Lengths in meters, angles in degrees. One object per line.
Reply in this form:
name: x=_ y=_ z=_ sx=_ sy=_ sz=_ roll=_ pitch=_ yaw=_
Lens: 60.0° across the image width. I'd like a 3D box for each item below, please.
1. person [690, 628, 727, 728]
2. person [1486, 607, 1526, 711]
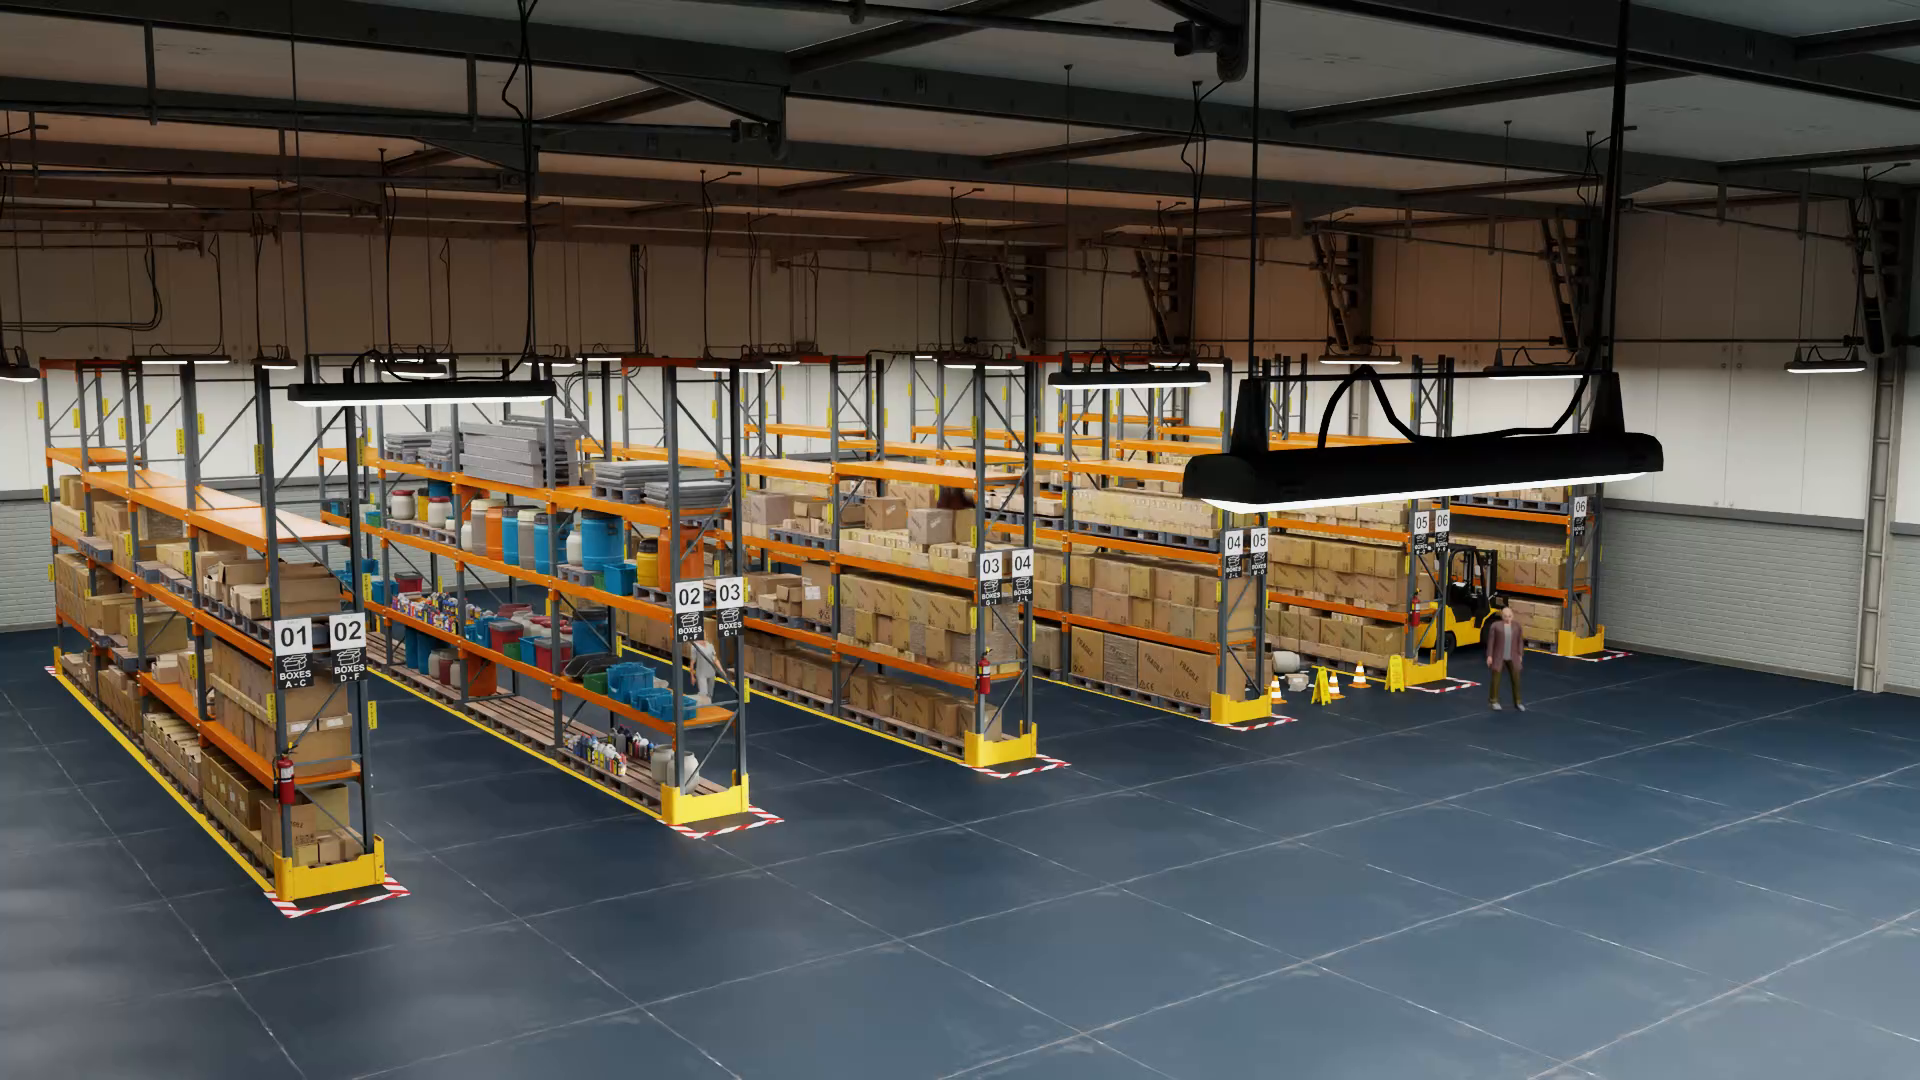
person: x=-4.162 y=2.237 z=27.384 sx=0.570 sy=1.612 sz=1.012 roll=-3 pitch=8 yaw=-27
person: x=9.372 y=2.028 z=28.517 sx=0.670 sy=1.781 sz=0.402 roll=1 pitch=7 yaw=8
